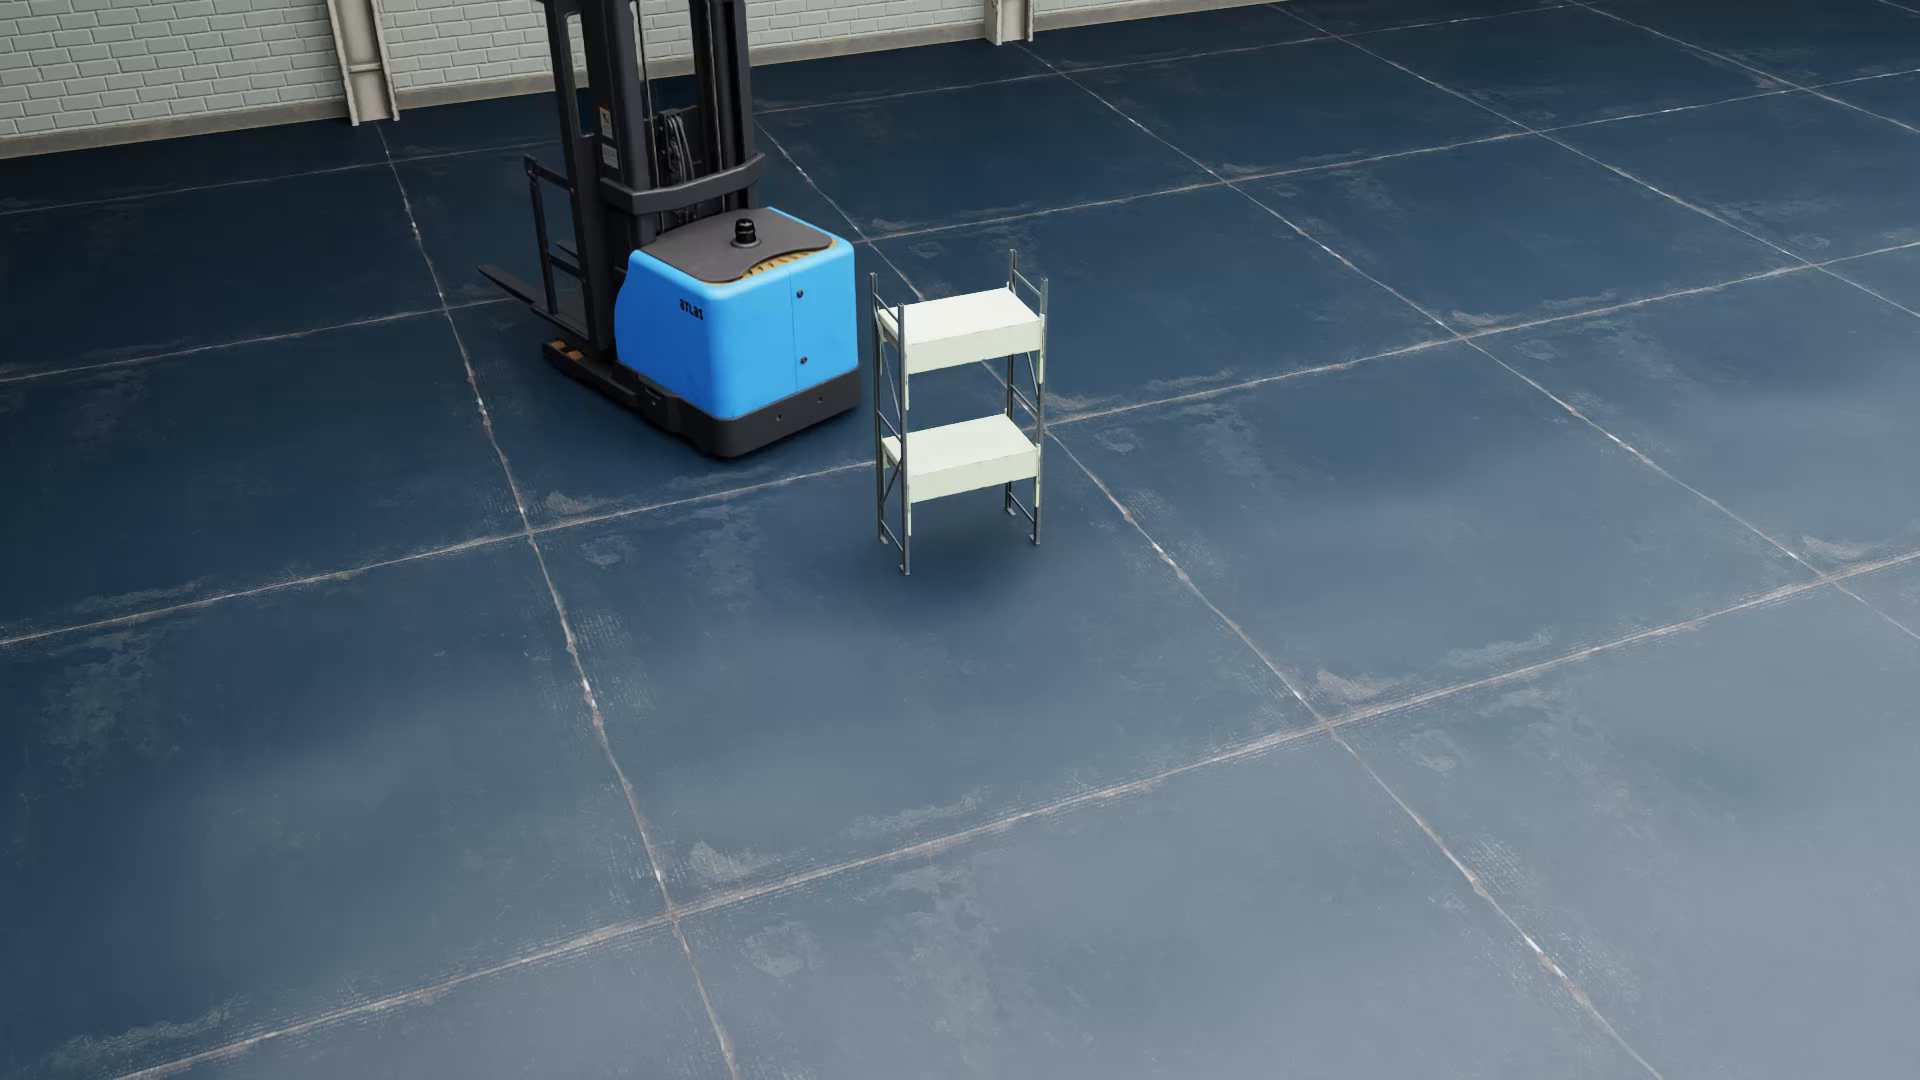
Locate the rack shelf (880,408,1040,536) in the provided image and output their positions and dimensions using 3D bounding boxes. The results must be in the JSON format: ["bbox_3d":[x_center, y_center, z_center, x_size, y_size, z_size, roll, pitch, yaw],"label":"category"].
[{"bbox_3d":[-0.006,-0.354,8.517,0.720,0.370,0.431,-13,35,-19],"label":"rack shelf"}]

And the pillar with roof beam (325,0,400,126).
[{"bbox_3d":[-3.391,-5.256,8.577,0.400,9.000,9.100,-13,35,-19],"label":"pillar with roof beam"}]

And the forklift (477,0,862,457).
[{"bbox_3d":[-1.961,-2.404,9.757,1.130,2.935,3.031,-27,42,-35],"label":"forklift"}]

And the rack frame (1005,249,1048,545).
[{"bbox_3d":[0.331,-0.704,8.458,0.023,1.500,0.400,-13,35,-19],"label":"rack frame"}]

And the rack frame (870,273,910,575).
[{"bbox_3d":[-0.344,-0.550,8.220,0.023,1.500,0.400,-13,35,-19],"label":"rack frame"}]

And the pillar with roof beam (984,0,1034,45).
[{"bbox_3d":[2.141,-6.523,10.523,0.400,9.000,9.100,-13,35,-19],"label":"pillar with roof beam"}]

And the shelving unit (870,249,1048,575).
[{"bbox_3d":[-0.006,-0.627,8.339,0.755,1.500,0.431,-13,35,-19],"label":"shelving unit"}]

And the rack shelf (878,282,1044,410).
[{"bbox_3d":[-0.006,-0.954,8.126,0.720,0.370,0.431,-13,35,-19],"label":"rack shelf"}]
